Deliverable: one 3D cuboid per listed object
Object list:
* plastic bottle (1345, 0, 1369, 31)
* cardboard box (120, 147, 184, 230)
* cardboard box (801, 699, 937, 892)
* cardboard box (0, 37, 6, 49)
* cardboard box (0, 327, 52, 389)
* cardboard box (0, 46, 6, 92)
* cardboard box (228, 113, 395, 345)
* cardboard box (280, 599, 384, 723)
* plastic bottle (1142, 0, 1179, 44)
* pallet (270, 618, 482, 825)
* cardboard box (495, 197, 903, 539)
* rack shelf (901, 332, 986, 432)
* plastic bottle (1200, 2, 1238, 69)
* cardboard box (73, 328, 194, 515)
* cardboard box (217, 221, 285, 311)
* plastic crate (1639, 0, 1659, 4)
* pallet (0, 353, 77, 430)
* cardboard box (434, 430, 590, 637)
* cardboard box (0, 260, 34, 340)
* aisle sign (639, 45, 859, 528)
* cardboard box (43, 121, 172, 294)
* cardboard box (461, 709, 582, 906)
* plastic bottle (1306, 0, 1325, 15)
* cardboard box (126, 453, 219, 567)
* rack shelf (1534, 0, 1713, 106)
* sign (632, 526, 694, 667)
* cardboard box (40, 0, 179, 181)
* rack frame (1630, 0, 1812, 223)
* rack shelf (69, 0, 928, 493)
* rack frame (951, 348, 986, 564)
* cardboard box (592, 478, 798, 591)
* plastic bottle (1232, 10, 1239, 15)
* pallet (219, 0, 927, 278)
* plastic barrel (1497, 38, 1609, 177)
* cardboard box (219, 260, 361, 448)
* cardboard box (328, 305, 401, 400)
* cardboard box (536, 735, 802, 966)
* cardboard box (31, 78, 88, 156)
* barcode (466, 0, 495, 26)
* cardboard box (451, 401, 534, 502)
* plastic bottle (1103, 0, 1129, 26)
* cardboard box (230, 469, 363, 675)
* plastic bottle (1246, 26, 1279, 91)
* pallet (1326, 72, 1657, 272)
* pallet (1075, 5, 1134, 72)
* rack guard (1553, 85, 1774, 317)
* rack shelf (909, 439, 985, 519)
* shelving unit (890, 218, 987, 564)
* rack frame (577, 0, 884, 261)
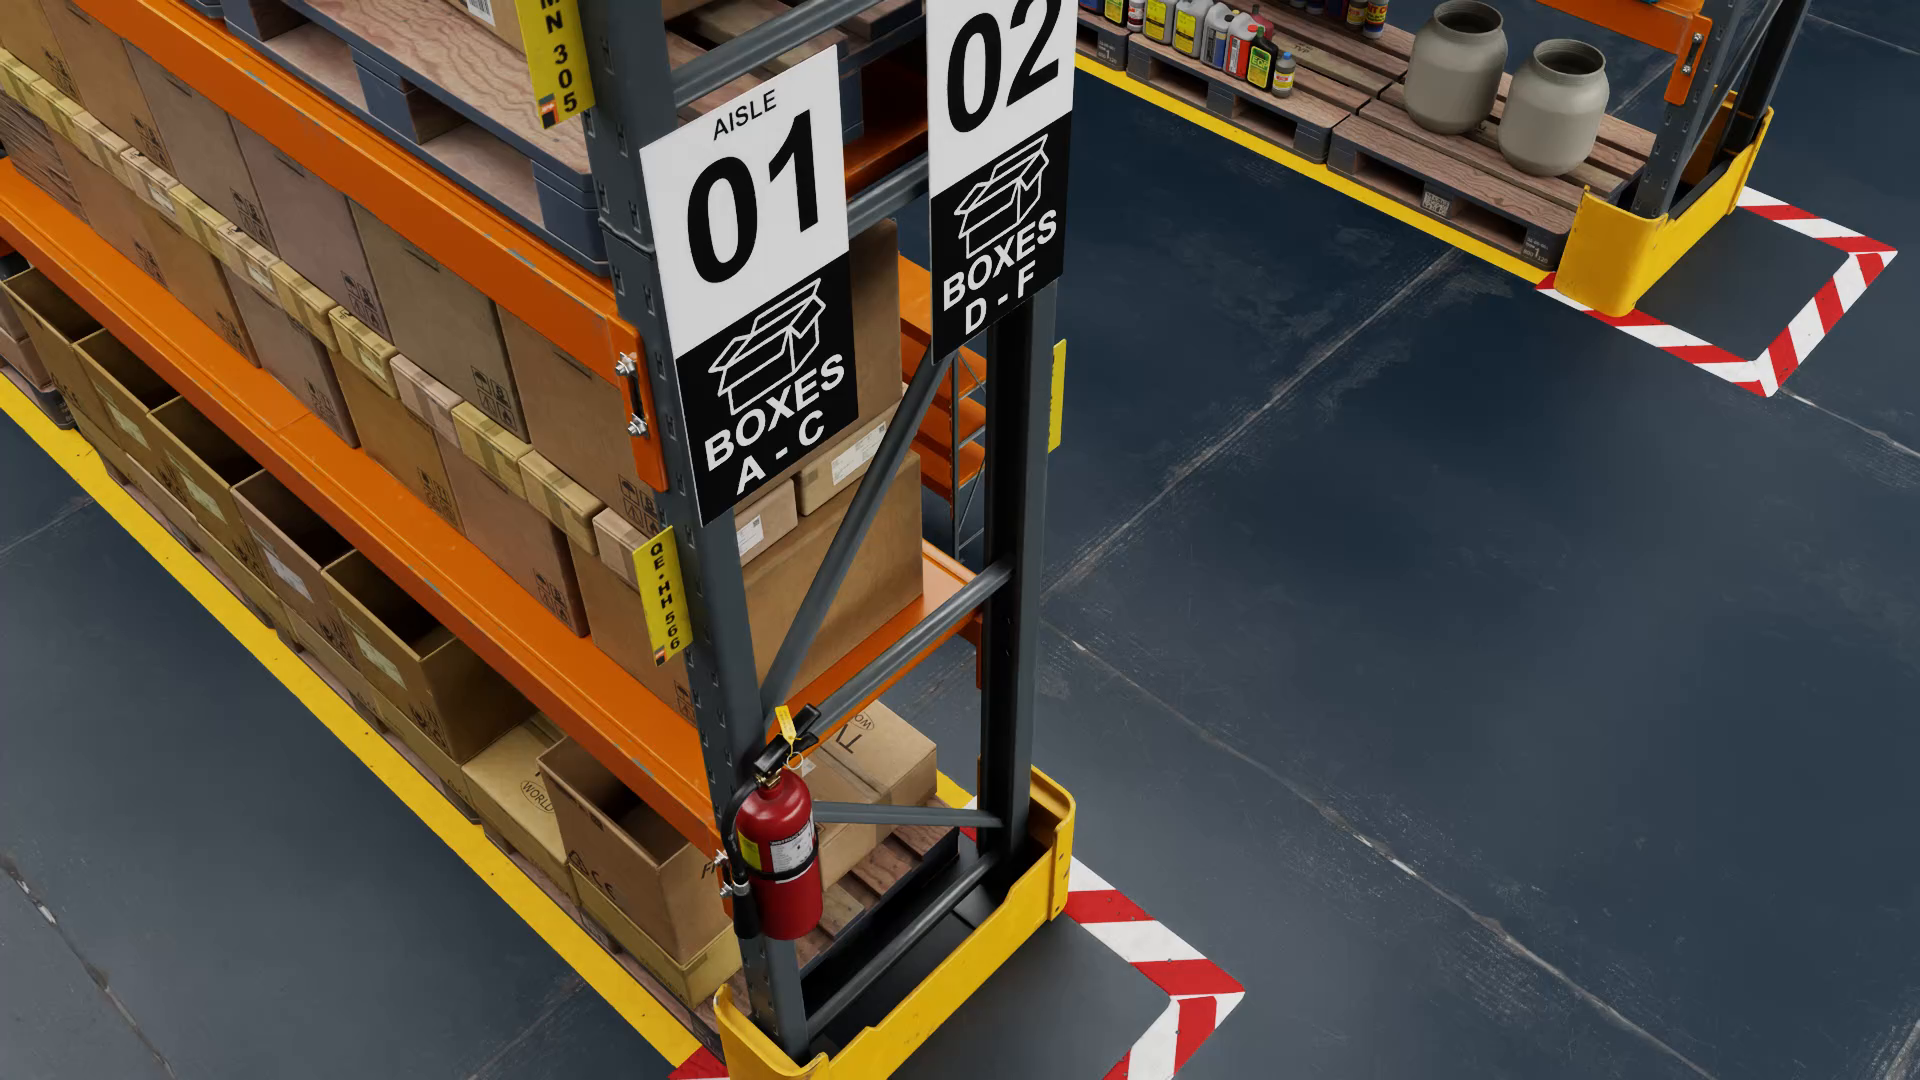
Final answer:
[{"bbox_3d":[1.988,-2.657,8.305,0.097,0.201,0.097,0,47,0],"label":"plastic bottle"},{"bbox_3d":[-2.100,-1.060,4.674,0.250,0.149,0.380,32,55,27],"label":"cardboard box"},{"bbox_3d":[-0.420,0.715,5.119,0.500,0.250,0.500,34,55,28],"label":"cardboard box"},{"bbox_3d":[-2.786,-1.938,5.053,0.500,0.500,0.700,34,56,28],"label":"cardboard box"},{"bbox_3d":[-3.617,-0.928,6.662,0.500,0.250,0.500,33,55,27],"label":"cardboard box"},{"bbox_3d":[-2.865,-1.571,5.154,0.250,0.149,0.380,35,56,28],"label":"cardboard box"},{"bbox_3d":[-1.311,-0.946,4.122,0.500,0.500,0.700,34,56,28],"label":"cardboard box"},{"bbox_3d":[-1.882,0.258,5.549,0.500,0.250,0.500,34,55,28],"label":"cardboard box"},{"bbox_3d":[1.009,-2.646,8.192,0.185,0.351,0.144,34,55,27],"label":"plastic bottle"},{"bbox_3d":[-1.659,0.298,5.825,1.213,0.211,1.003,34,55,28],"label":"pallet"},{"bbox_3d":[-0.550,-0.440,3.647,0.500,0.500,0.700,34,55,28],"label":"cardboard box"},{"bbox_3d":[-0.122,-0.600,5.775,0.480,0.148,0.258,34,55,28],"label":"rack shelf"},{"bbox_3d":[1.270,-2.449,8.058,0.135,0.276,0.152,32,55,27],"label":"plastic bottle"},{"bbox_3d":[-2.615,-0.495,5.741,0.500,0.500,0.500,34,55,28],"label":"cardboard box"},{"bbox_3d":[-1.728,-0.807,4.436,0.250,0.149,0.380,33,55,27],"label":"cardboard box"},{"bbox_3d":[2.615,-2.386,6.534,0.616,0.251,0.499,34,55,28],"label":"plastic crate"},{"bbox_3d":[-3.684,-1.064,7.105,1.213,0.211,1.003,34,55,28],"label":"pallet"},{"bbox_3d":[-0.900,-0.227,4.337,0.500,0.500,0.700,35,56,29],"label":"cardboard box"},{"bbox_3d":[-3.608,-1.117,6.454,0.500,0.311,0.500,34,55,28],"label":"cardboard box"},{"bbox_3d":[-0.328,-0.398,2.783,0.004,0.787,0.394,34,55,28],"label":"aisle sign"},{"bbox_3d":[-2.394,-1.236,5.285,0.500,0.500,0.700,33,55,27],"label":"cardboard box"},{"bbox_3d":[-1.147,0.752,5.084,0.500,0.250,0.500,34,55,28],"label":"cardboard box"},{"bbox_3d":[1.813,-2.799,8.390,0.097,0.271,0.097,0,47,0],"label":"plastic bottle"},{"bbox_3d":[-2.617,-0.236,6.012,0.500,0.250,0.500,34,55,28],"label":"cardboard box"},{"bbox_3d":[1.716,-3.092,7.589,4.000,0.370,1.077,34,55,28],"label":"rack shelf"},{"bbox_3d":[-0.555,0.109,3.134,0.005,0.325,0.100,34,55,28],"label":"sign"},{"bbox_3d":[-2.046,-1.441,4.587,0.500,0.500,0.700,34,55,28],"label":"cardboard box"},{"bbox_3d":[3.186,-2.349,6.398,0.127,3.000,1.000,34,55,28],"label":"rack frame"},{"bbox_3d":[-1.646,-1.467,4.006,4.000,0.370,1.077,34,55,28],"label":"rack shelf"},{"bbox_3d":[0.058,-0.372,5.776,0.015,1.200,0.240,34,55,28],"label":"rack frame"},{"bbox_3d":[-0.587,-0.041,3.717,0.250,0.149,0.380,33,55,27],"label":"cardboard box"},{"bbox_3d":[1.341,-2.499,8.157,0.097,0.201,0.097,0,47,0],"label":"plastic bottle"},{"bbox_3d":[-0.679,-1.058,3.189,1.213,0.211,1.003,34,55,28],"label":"pallet"},{"bbox_3d":[2.650,-1.926,7.419,0.421,0.512,0.421,0,47,0],"label":"plastic barrel"},{"bbox_3d":[-1.651,-0.734,4.813,0.500,0.500,0.700,36,56,29],"label":"cardboard box"},{"bbox_3d":[-1.345,-0.551,4.196,0.250,0.149,0.380,36,56,29],"label":"cardboard box"},{"bbox_3d":[-0.773,0.737,4.584,0.500,0.500,0.500,34,55,28],"label":"cardboard box"},{"bbox_3d":[-2.481,-1.315,4.914,0.250,0.149,0.380,33,55,27],"label":"cardboard box"},{"bbox_3d":[-0.726,-0.814,2.501,0.075,0.075,0.001,34,55,28],"label":"barcode"},{"bbox_3d":[-0.968,-0.296,3.957,0.250,0.149,0.380,33,55,27],"label":"cardboard box"},{"bbox_3d":[0.790,-2.729,8.317,0.061,0.283,0.133,-36,56,-29],"label":"plastic bottle"},{"bbox_3d":[-1.884,0.003,5.273,0.500,0.500,0.500,34,55,28],"label":"cardboard box"},{"bbox_3d":[1.440,-2.291,7.905,0.133,0.283,0.061,35,56,28],"label":"plastic bottle"},{"bbox_3d":[2.504,-1.812,7.806,1.213,0.211,1.003,34,55,28],"label":"pallet"},{"bbox_3d":[0.711,-3.018,8.939,1.213,0.211,1.003,34,55,28],"label":"pallet"},{"bbox_3d":[3.098,-1.506,7.321,0.348,0.500,1.175,34,55,28],"label":"rack guard"},{"bbox_3d":[-0.122,-0.311,6.083,0.480,0.148,0.258,34,55,28],"label":"rack shelf"},{"bbox_3d":[-0.122,-0.493,5.889,0.503,1.200,0.258,34,55,28],"label":"shelving unit"},{"bbox_3d":[-0.177,-1.751,1.722,0.127,3.000,1.000,34,55,28],"label":"rack frame"}]
